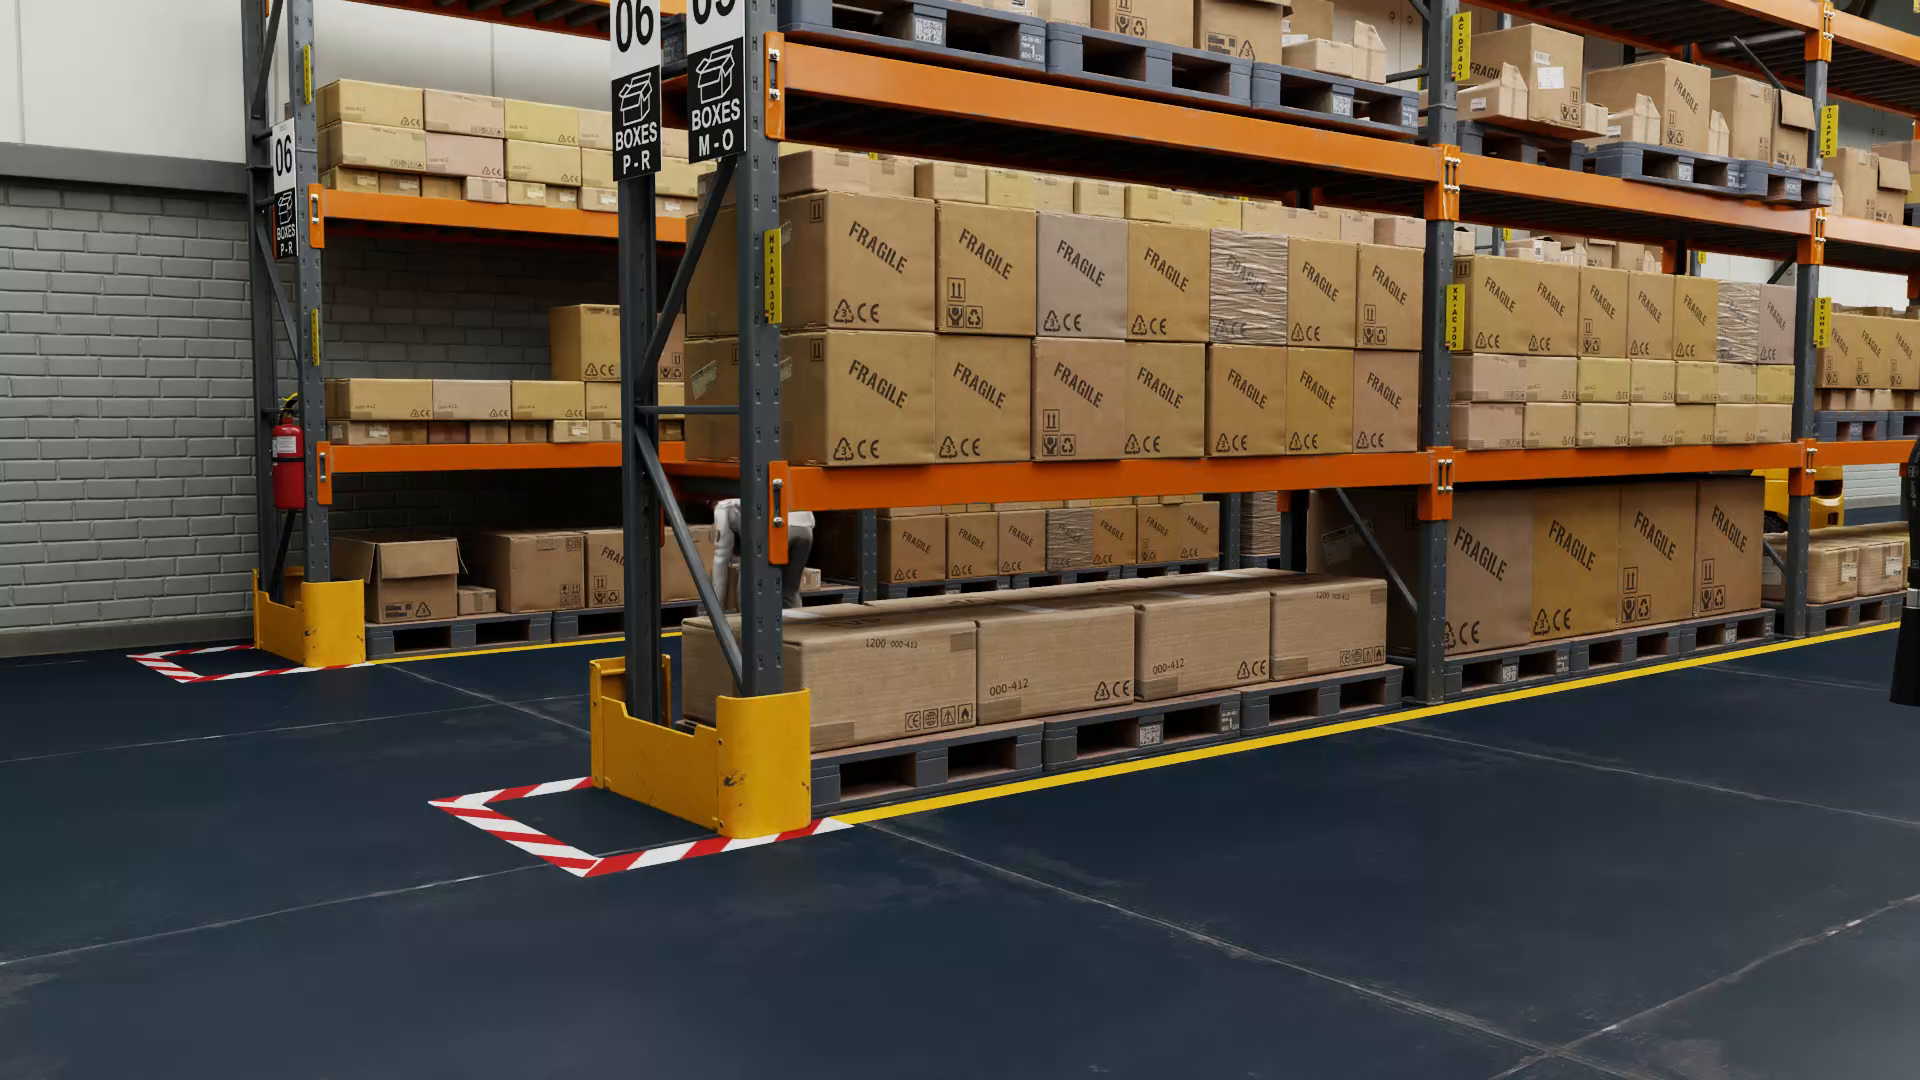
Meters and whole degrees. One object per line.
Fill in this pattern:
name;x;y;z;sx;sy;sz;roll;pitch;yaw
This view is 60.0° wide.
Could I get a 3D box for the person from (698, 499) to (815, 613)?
person;-1.206;0.187;9.688;0.408;1.151;0.923;-4;6;-41
